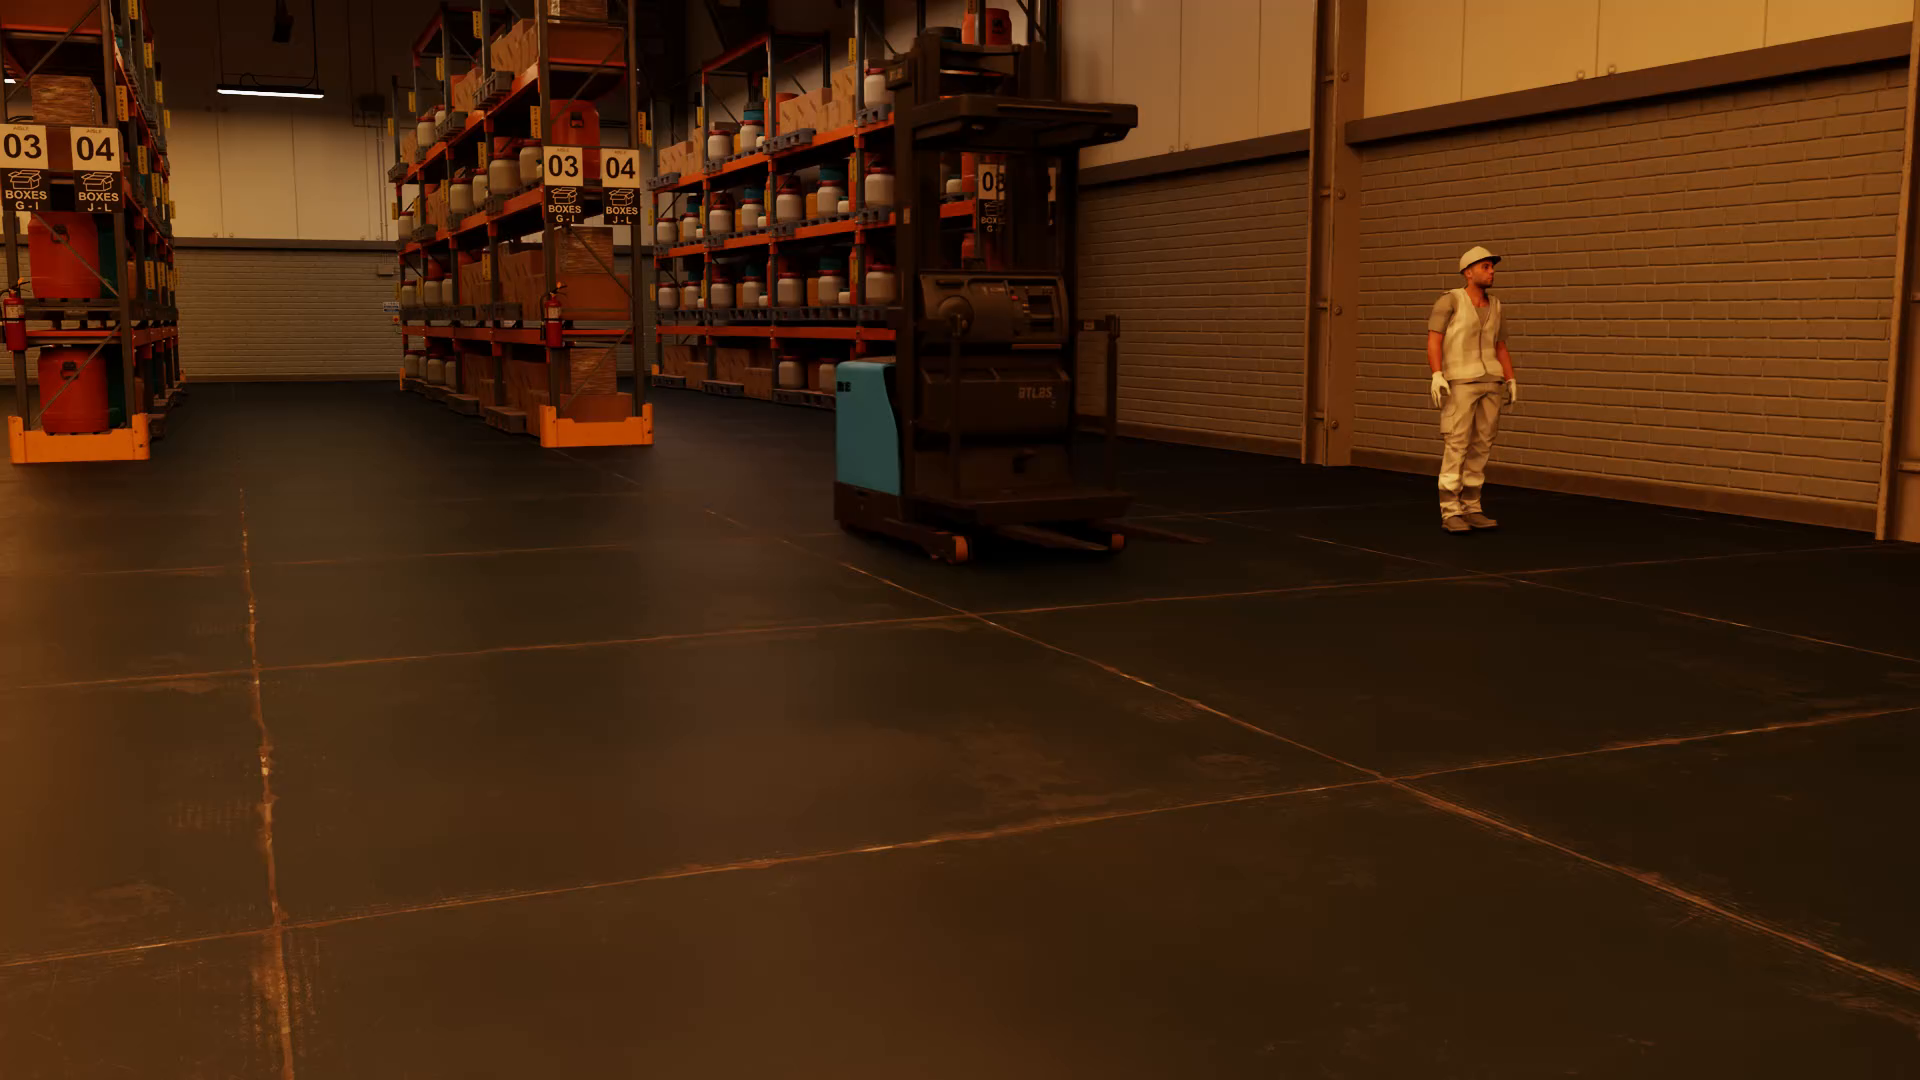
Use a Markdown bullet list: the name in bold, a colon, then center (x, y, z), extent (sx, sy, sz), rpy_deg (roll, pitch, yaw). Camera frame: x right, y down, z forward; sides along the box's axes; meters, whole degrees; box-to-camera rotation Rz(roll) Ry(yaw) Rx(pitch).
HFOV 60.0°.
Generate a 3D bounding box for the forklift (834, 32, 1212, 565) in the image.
- **forklift**: center (0.300, -1.379, 9.402), extent (1.130, 2.935, 3.031), rpy_deg (-4, 8, -26)

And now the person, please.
- **person**: center (3.293, -0.962, 10.550), extent (0.637, 1.786, 0.566), rpy_deg (-3, 8, -20)
